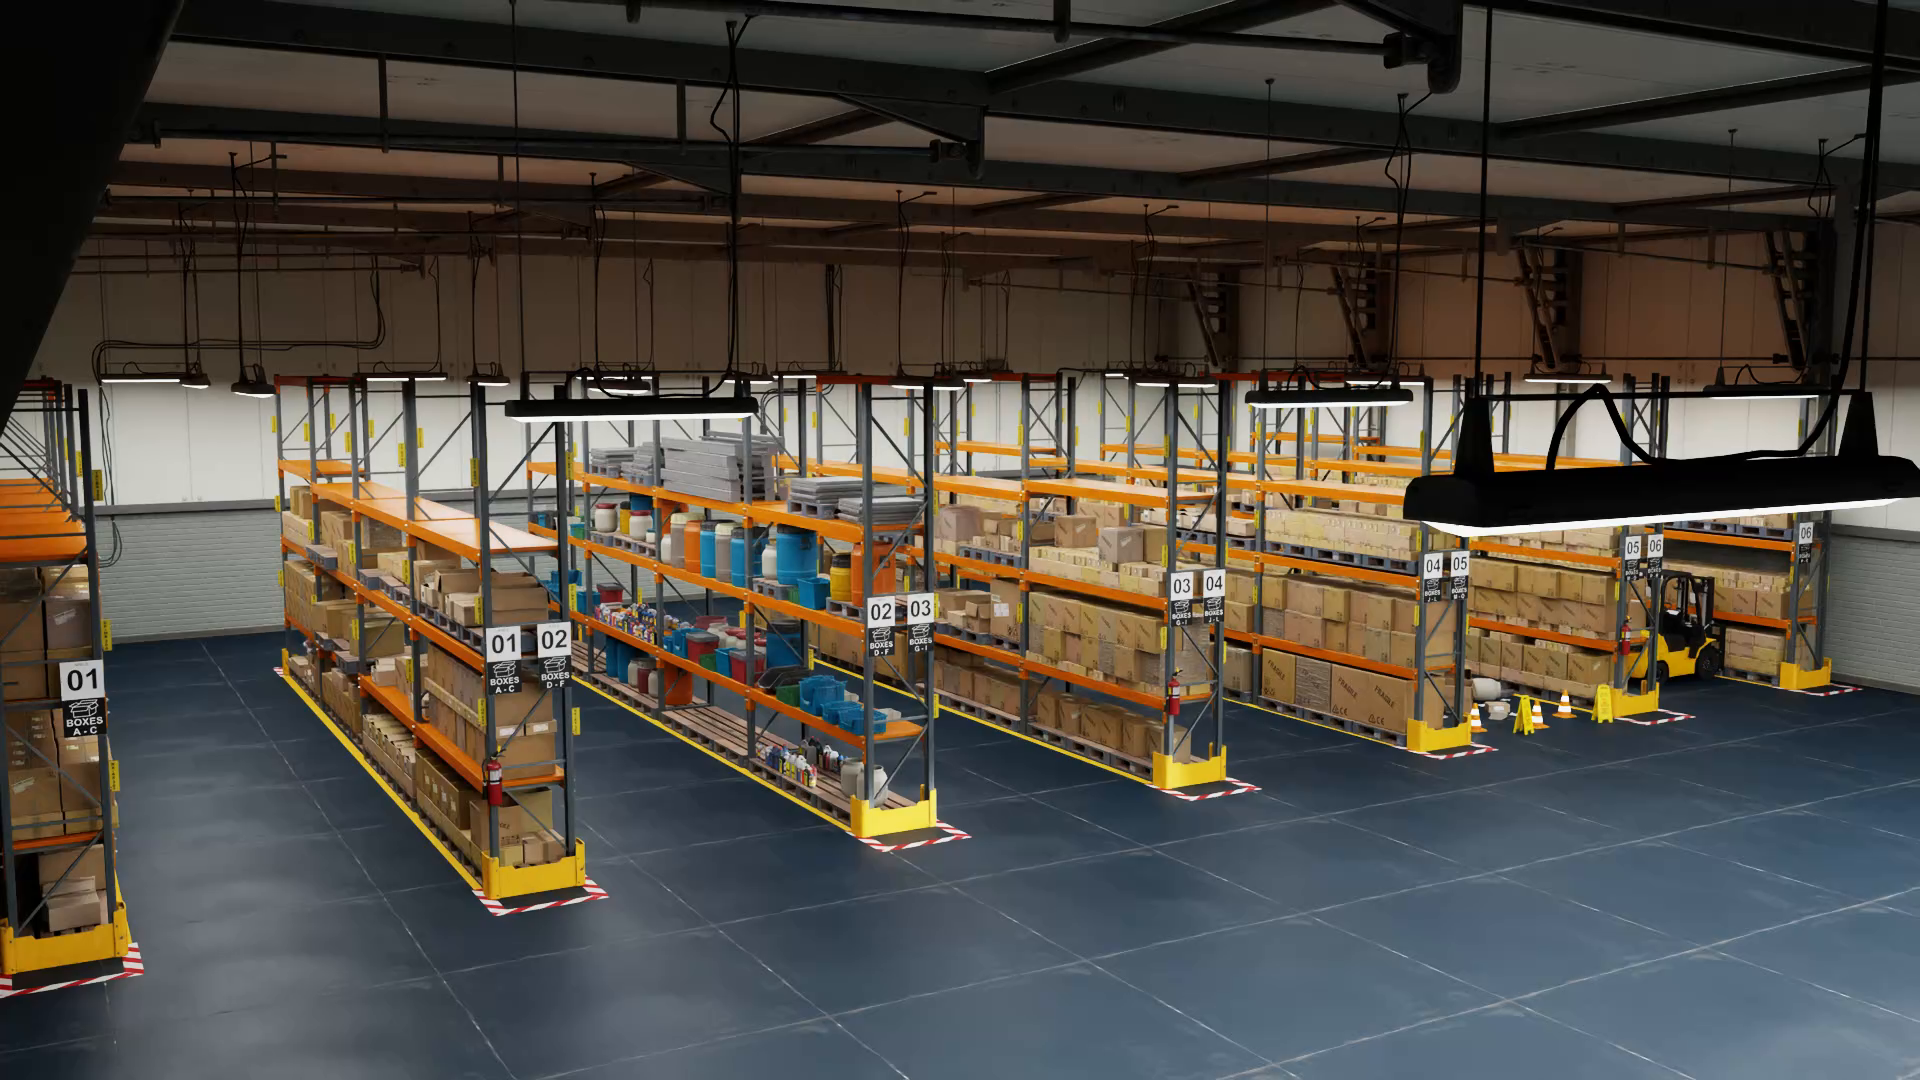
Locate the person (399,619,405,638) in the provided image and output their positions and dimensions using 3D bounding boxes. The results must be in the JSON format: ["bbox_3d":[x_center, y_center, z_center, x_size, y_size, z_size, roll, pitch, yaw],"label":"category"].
[{"bbox_3d":[-12.622,1.382,37.597,0.539,1.611,1.038,-4,8,-35],"label":"person"}]

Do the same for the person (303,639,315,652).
[{"bbox_3d":[-13.465,1.684,34.972,0.853,1.639,0.452,1,6,10],"label":"person"}]
